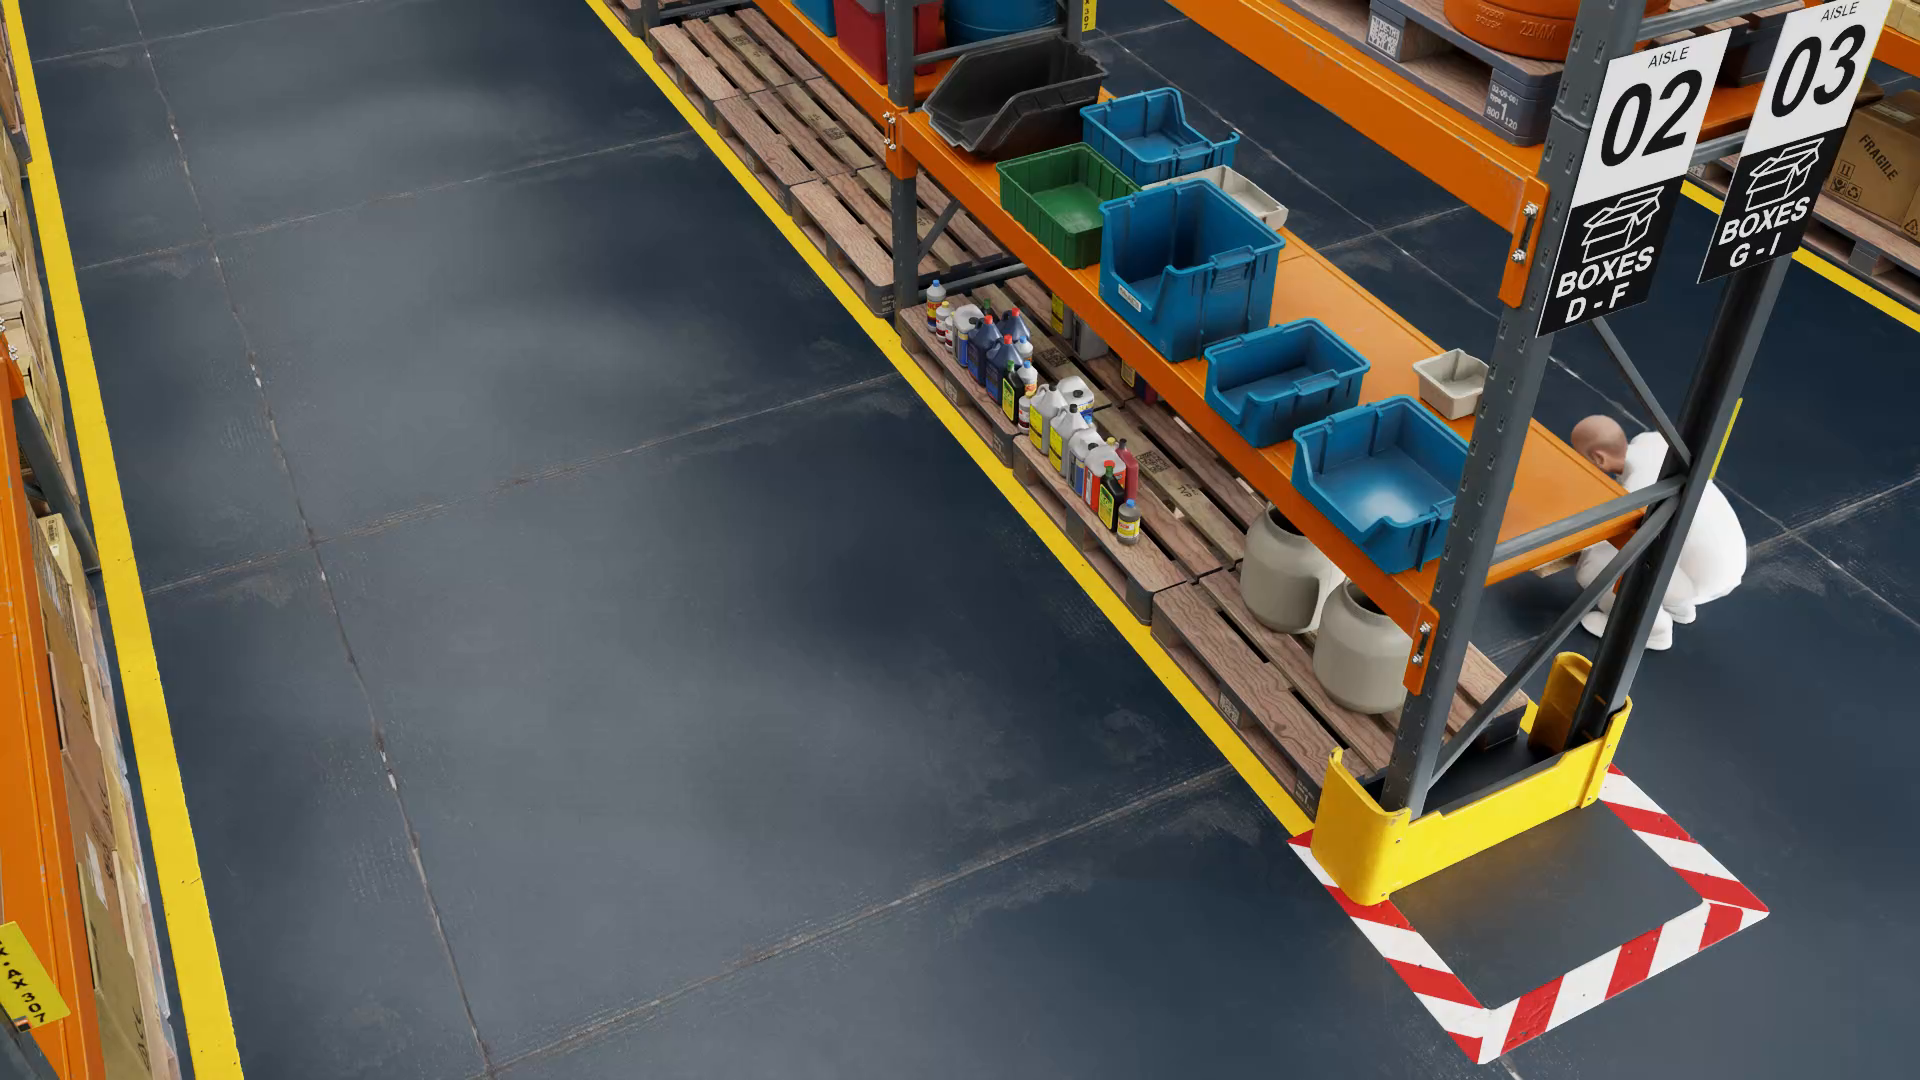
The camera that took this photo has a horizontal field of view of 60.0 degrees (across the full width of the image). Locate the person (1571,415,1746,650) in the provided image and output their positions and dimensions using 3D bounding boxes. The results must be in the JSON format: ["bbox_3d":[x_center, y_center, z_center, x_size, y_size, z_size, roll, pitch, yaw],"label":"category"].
[{"bbox_3d":[2.770,-0.065,6.861,0.930,0.982,0.592,21,45,23],"label":"person"}]
